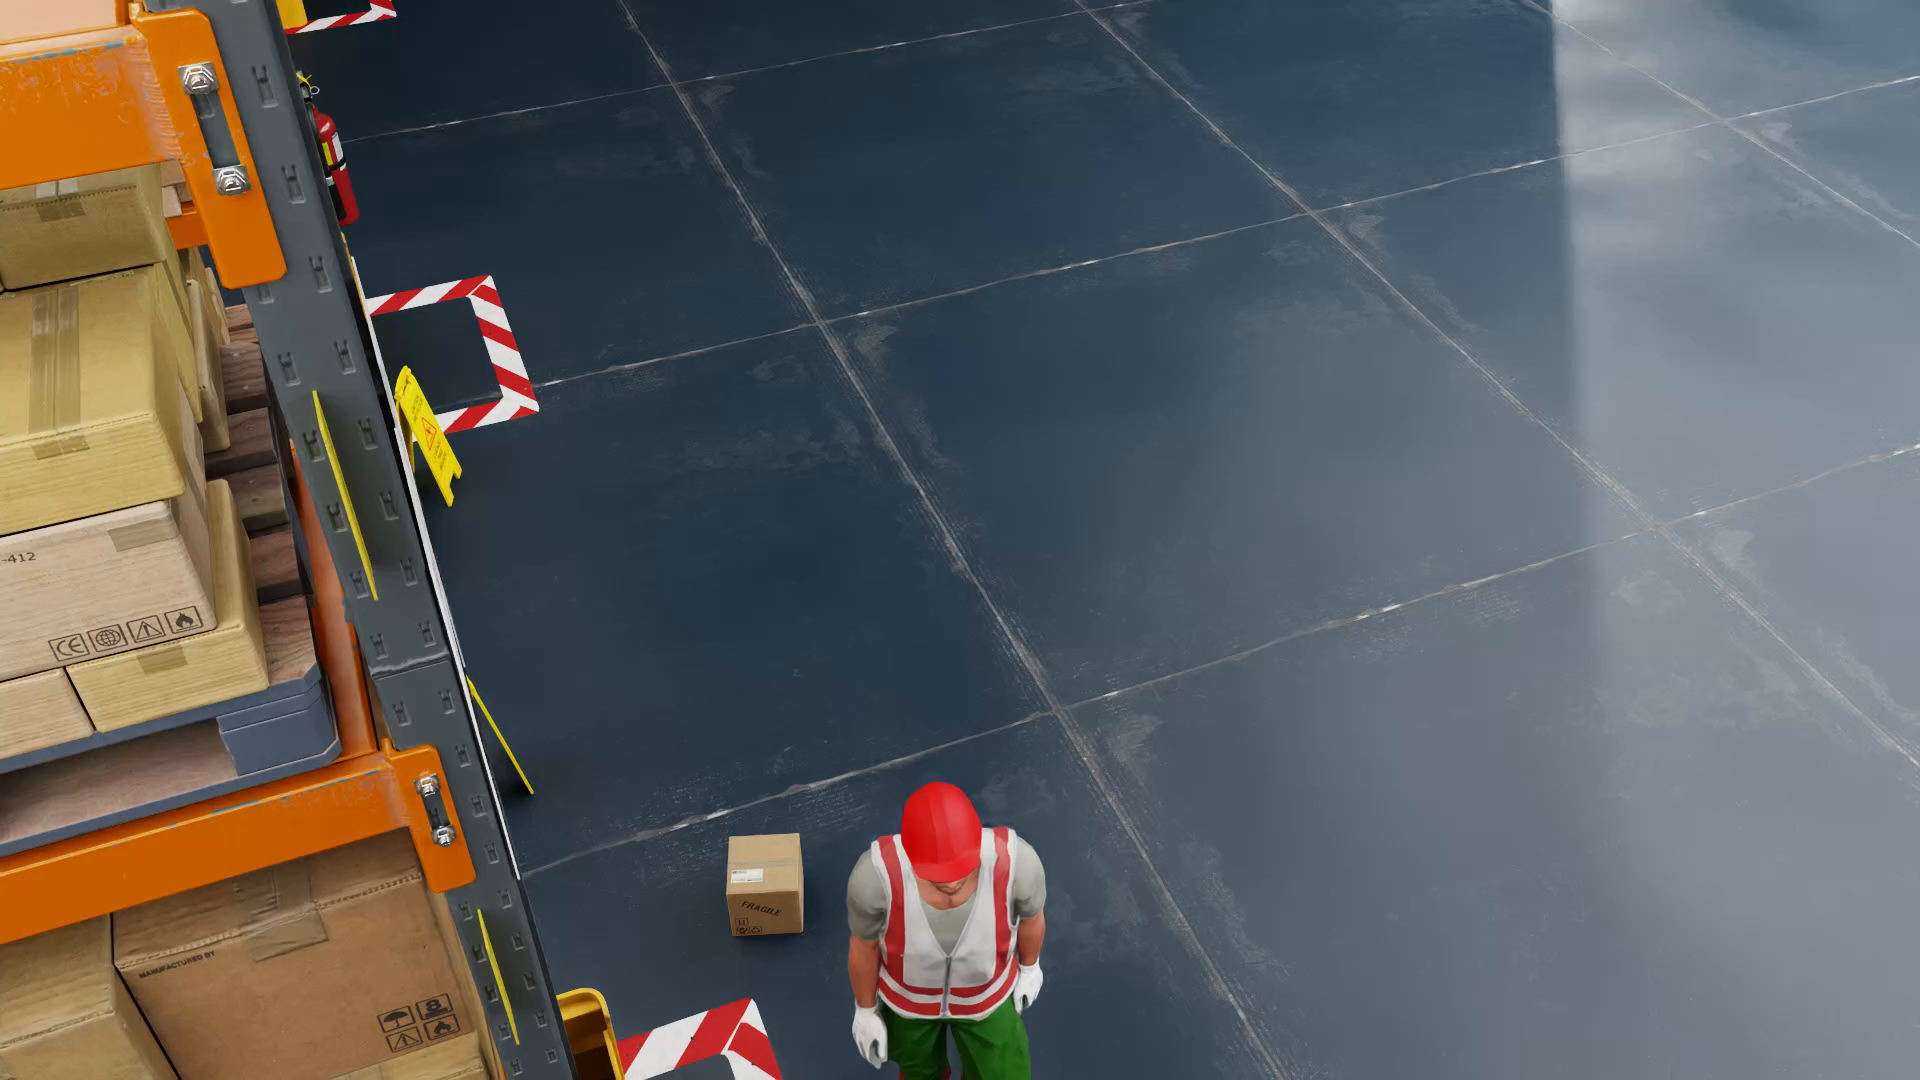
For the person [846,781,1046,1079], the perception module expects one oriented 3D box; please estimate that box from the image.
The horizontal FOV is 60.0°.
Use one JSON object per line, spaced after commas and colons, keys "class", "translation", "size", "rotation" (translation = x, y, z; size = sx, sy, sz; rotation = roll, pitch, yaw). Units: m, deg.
{"class": "person", "translation": [-0.034, 1.281, 4.672], "size": [0.547, 1.804, 0.430], "rotation": [-1, 41, -1]}
